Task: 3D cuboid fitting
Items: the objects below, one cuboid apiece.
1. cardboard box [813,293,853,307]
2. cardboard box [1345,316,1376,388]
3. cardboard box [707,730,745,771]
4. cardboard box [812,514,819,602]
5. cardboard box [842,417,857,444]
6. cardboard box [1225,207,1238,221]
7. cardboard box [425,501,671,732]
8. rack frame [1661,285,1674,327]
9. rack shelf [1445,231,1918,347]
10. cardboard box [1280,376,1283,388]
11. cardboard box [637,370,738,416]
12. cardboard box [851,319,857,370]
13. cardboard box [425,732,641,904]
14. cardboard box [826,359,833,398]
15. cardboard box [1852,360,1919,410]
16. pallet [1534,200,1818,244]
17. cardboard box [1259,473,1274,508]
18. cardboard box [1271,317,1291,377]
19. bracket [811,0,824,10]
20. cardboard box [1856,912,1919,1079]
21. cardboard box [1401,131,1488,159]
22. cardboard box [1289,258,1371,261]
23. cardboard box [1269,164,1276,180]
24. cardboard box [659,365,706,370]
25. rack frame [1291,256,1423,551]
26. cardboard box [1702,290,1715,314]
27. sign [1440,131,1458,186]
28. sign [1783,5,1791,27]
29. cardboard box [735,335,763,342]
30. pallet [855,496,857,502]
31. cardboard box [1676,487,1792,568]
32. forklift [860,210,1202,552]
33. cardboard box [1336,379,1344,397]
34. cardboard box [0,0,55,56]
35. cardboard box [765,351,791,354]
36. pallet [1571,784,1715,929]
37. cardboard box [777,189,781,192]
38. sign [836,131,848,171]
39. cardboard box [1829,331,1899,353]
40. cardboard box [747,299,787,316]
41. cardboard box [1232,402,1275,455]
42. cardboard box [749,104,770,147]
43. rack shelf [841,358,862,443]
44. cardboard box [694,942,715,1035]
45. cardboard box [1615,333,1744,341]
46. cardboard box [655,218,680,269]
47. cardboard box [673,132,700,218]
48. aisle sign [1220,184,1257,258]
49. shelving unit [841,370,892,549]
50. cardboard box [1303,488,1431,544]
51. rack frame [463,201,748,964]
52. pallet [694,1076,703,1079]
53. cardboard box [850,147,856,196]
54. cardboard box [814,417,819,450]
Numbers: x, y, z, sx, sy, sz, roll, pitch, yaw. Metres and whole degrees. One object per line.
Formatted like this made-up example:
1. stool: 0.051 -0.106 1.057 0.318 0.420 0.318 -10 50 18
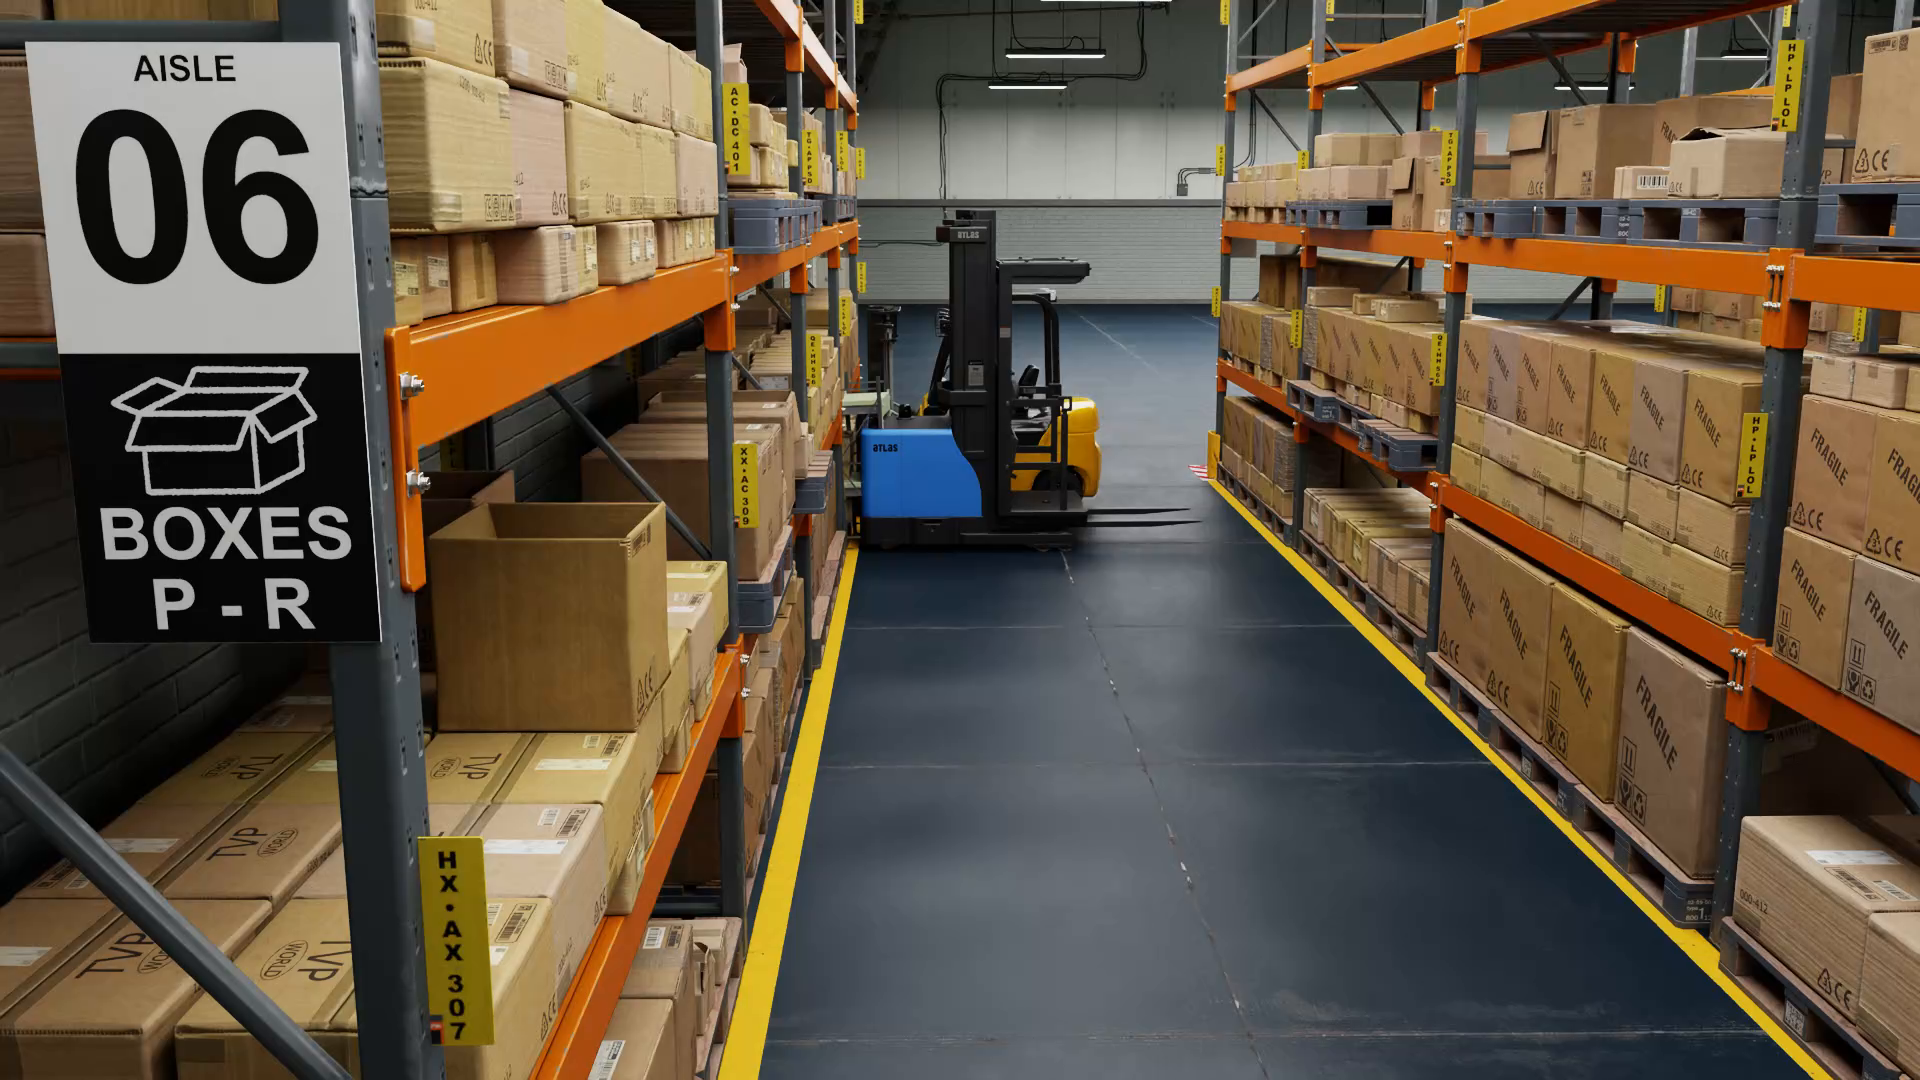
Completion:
1. cardboard box: -1.279 -2.405 16.740 0.380 0.149 0.250 0 11 0
2. cardboard box: 3.184 -1.397 12.346 0.500 0.500 0.500 -1 11 -3
3. cardboard box: -1.106 0.849 6.928 0.380 0.149 0.250 0 11 2
4. cardboard box: -1.468 0.129 11.794 0.875 0.625 0.625 0 11 1
5. cardboard box: -1.249 -1.016 15.868 0.500 0.250 0.500 0 11 1
6. cardboard box: 3.032 -3.466 17.686 0.380 0.149 0.250 0 11 -1
7. cardboard box: -1.054 0.186 4.340 0.500 0.500 0.500 0 11 0
8. rack frame: 8.296 -2.227 18.490 1.000 3.000 0.127 0 11 -1
9. rack shelf: 3.556 -1.316 8.266 1.077 0.370 4.000 0 11 -1
10. cardboard box: 3.190 -1.482 15.451 0.380 0.149 0.250 0 11 -2
11. cardboard box: -1.593 -0.727 9.789 0.500 0.500 0.500 0 11 2
12. cardboard box: -1.339 -2.014 17.191 0.500 0.500 0.500 0 11 1
13. cardboard box: -1.047 0.651 3.935 0.500 0.250 0.500 0 11 -2
14. cardboard box: -1.242 -1.241 12.751 0.500 0.250 0.500 0 11 0
15. cardboard box: 3.366 -0.543 5.794 0.380 0.149 0.250 0 11 0
16. pallet: 3.607 -1.623 8.447 1.003 0.211 1.213 0 11 1
17. cardboard box: 3.130 -0.472 15.698 0.500 0.250 0.500 -1 11 -3
18. cardboard box: 3.157 -1.775 15.266 0.500 0.500 0.500 0 11 1
19. bracket: -2.384 -9.031 27.890 0.235 0.232 0.430 0 11 -1
20. cardboard box: 3.522 1.552 5.251 0.875 0.438 0.875 -1 11 -3
21. cardboard box: 3.615 -2.921 12.432 0.500 0.250 0.500 0 11 0
22. cardboard box: 3.695 -2.569 16.662 0.700 0.500 0.500 0 11 -2
23. cardboard box: 3.113 -3.448 15.595 0.380 0.149 0.250 0 11 0
24. cardboard box: -1.774 -1.057 10.842 0.380 0.149 0.250 0 11 0
25. rack frame: 3.432 -1.391 14.371 1.000 3.000 0.127 0 11 -1
26. cardboard box: 8.369 -2.646 17.466 0.875 0.550 0.550 0 11 -1
27. sign: 2.972 -2.317 10.093 0.100 0.325 0.005 0 11 -1
28. sign: 8.839 -5.663 17.790 0.100 0.325 0.005 0 11 -1
29. cardboard box: -1.780 -1.563 13.335 0.380 0.149 0.250 0 11 -1
30. pallet: -1.533 -0.405 16.523 1.003 0.211 1.213 0 11 -1
31. cardboard box: 3.345 -0.059 6.925 0.500 0.250 0.500 0 11 -1
32. forklift: 0.624 -1.440 14.787 3.031 2.935 1.130 0 11 -2
33. cardboard box: 3.170 -1.206 13.033 0.380 0.149 0.250 0 11 0
34. cardboard box: -1.571 -0.859 2.576 0.500 0.250 0.500 -1 11 -3
35. cardboard box: -1.197 -1.263 11.856 0.380 0.149 0.250 0 11 0
36. pallet: 3.506 1.413 7.564 1.003 0.211 1.213 0 11 -1
37. cardboard box: -1.214 -2.046 9.428 0.380 0.149 0.250 -1 11 -2
38. sign: -0.988 -3.252 13.907 0.100 0.325 0.005 0 11 -1
39. cardboard box: 8.359 -1.578 14.917 0.875 0.550 0.550 0 11 -1
40. cardboard box: -1.833 -2.199 15.725 0.380 0.149 0.250 0 11 -2
41. cardboard box: 3.106 -1.142 17.116 0.500 0.500 0.500 -1 11 -3
42. cardboard box: -0.933 -1.588 6.376 0.380 0.149 0.250 0 11 0
43. rack shelf: -1.572 -1.415 16.298 1.077 0.370 4.000 0 11 -1
44. cardboard box: -1.053 1.535 5.769 0.396 0.266 0.258 0 11 1
45. cardboard box: 3.809 -0.833 8.852 0.500 0.500 0.500 0 11 -1
46. cardboard box: -1.063 -0.905 5.065 0.380 0.149 0.250 0 11 -1
47. cardboard box: -1.083 -1.124 5.139 0.500 0.250 0.500 -1 11 -3
48. aisle sign: 3.038 -3.471 18.087 0.394 0.787 0.004 0 11 -1
49. shelving unit: -0.836 -0.729 14.809 0.431 1.500 0.755 -2 10 3
50. cardboard box: 3.445 -0.205 14.077 0.950 0.372 0.625 0 11 0
51. rack frame: -1.365 0.220 6.429 1.000 3.000 0.127 0 11 -1
52. pallet: -1.324 1.967 4.835 1.003 0.211 1.213 0 11 -1
53. cardboard box: -1.360 -3.852 17.398 0.500 0.500 0.500 0 11 1
54. cardboard box: -1.218 -0.690 11.295 0.500 0.250 0.500 0 11 -2
